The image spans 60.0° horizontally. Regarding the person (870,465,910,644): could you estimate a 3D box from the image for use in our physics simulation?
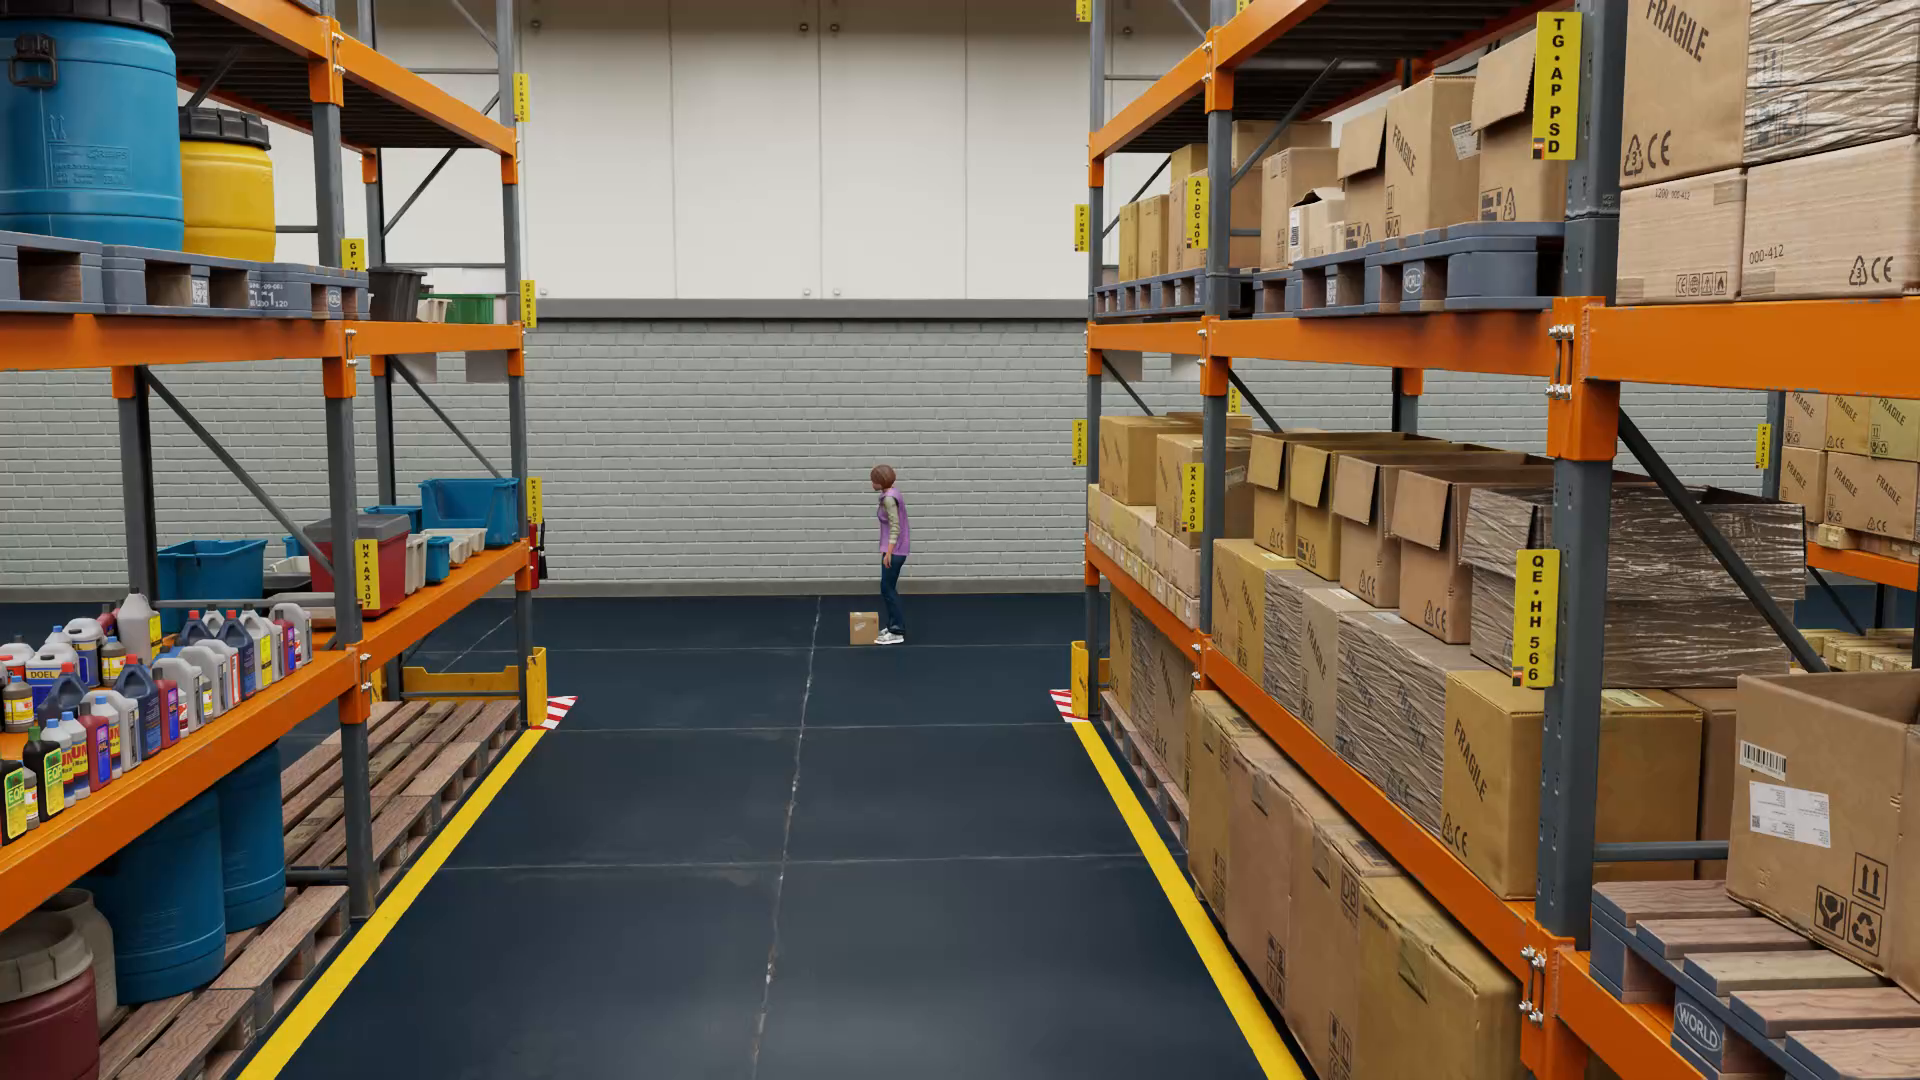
[{"bbox_3d":[-0.621,0.122,14.824,0.350,1.592,0.467,-1,7,-4],"label":"person"}]
